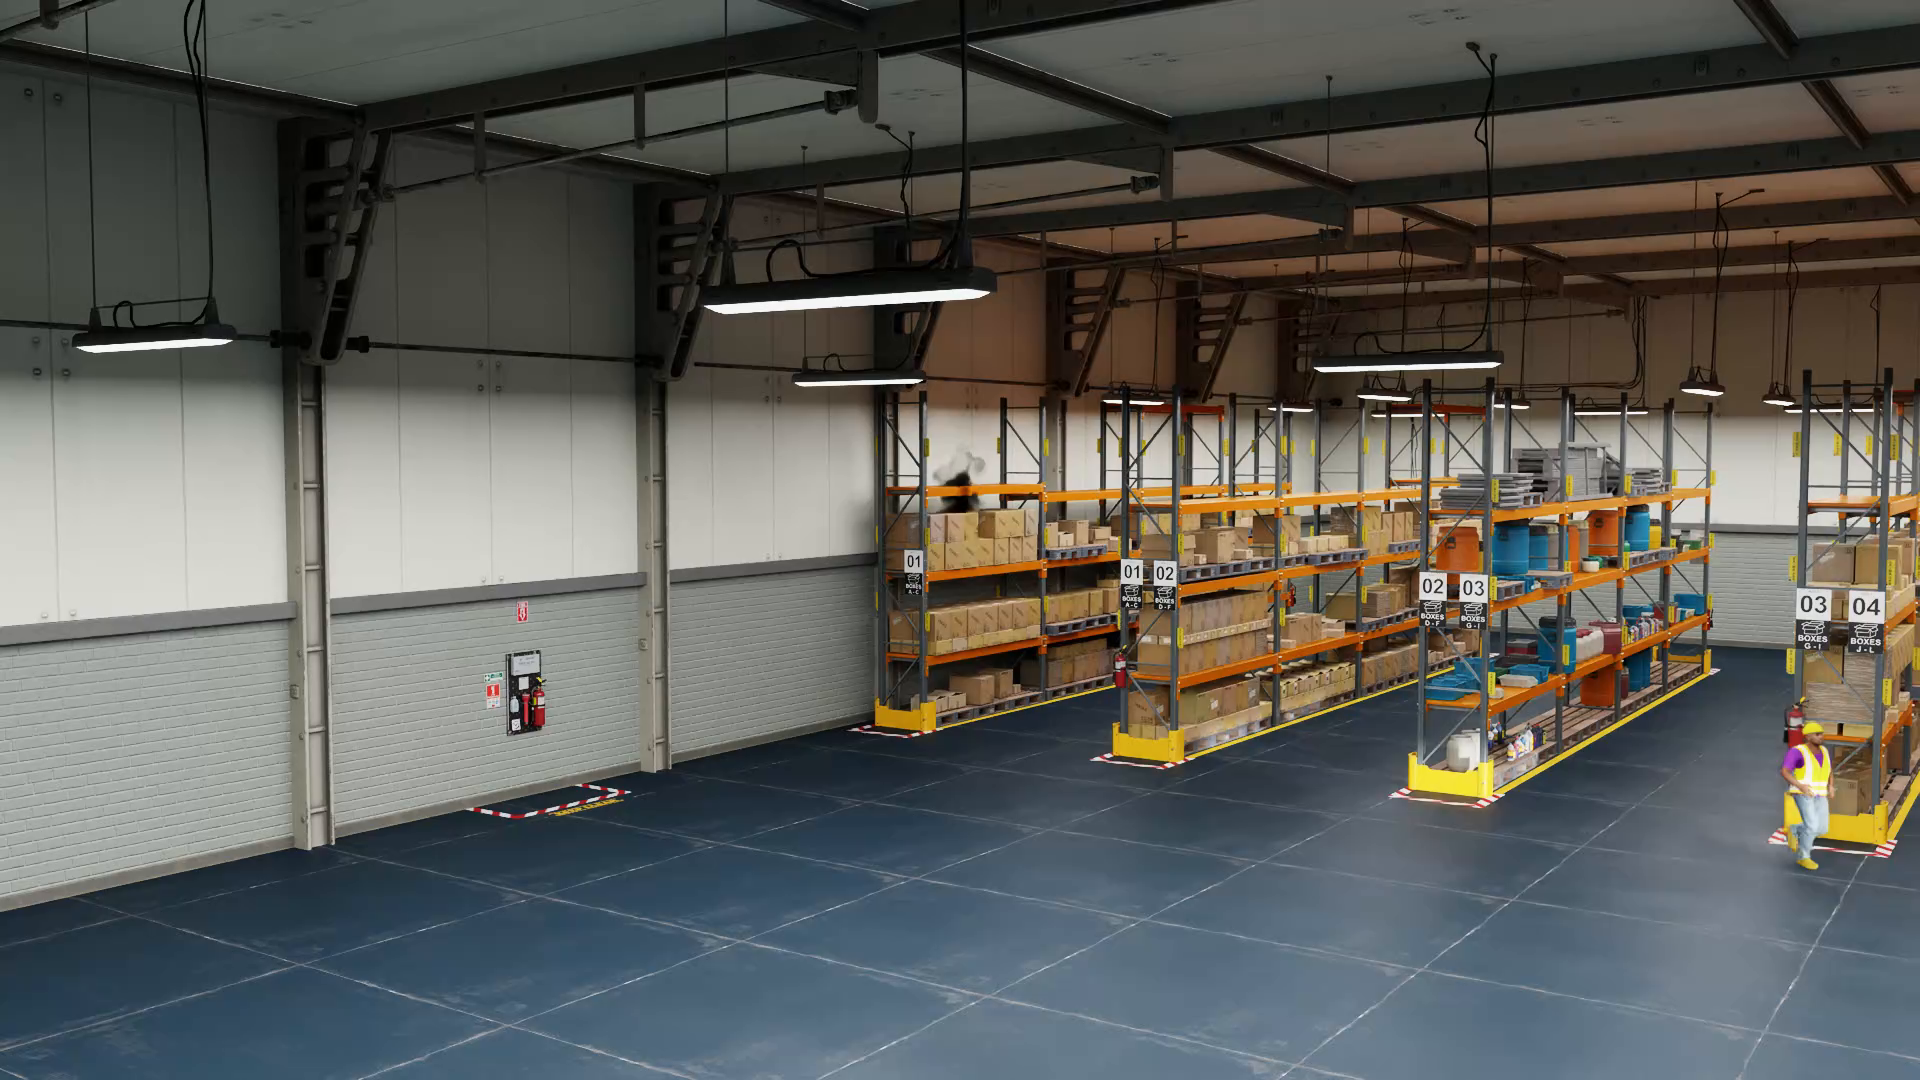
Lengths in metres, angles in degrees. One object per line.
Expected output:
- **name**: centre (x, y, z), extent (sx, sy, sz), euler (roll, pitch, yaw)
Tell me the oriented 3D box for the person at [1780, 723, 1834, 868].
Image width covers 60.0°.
- **person**: centre (10.198, 3.043, 20.017), extent (0.750, 1.720, 0.631), euler (-1, 3, -16)
